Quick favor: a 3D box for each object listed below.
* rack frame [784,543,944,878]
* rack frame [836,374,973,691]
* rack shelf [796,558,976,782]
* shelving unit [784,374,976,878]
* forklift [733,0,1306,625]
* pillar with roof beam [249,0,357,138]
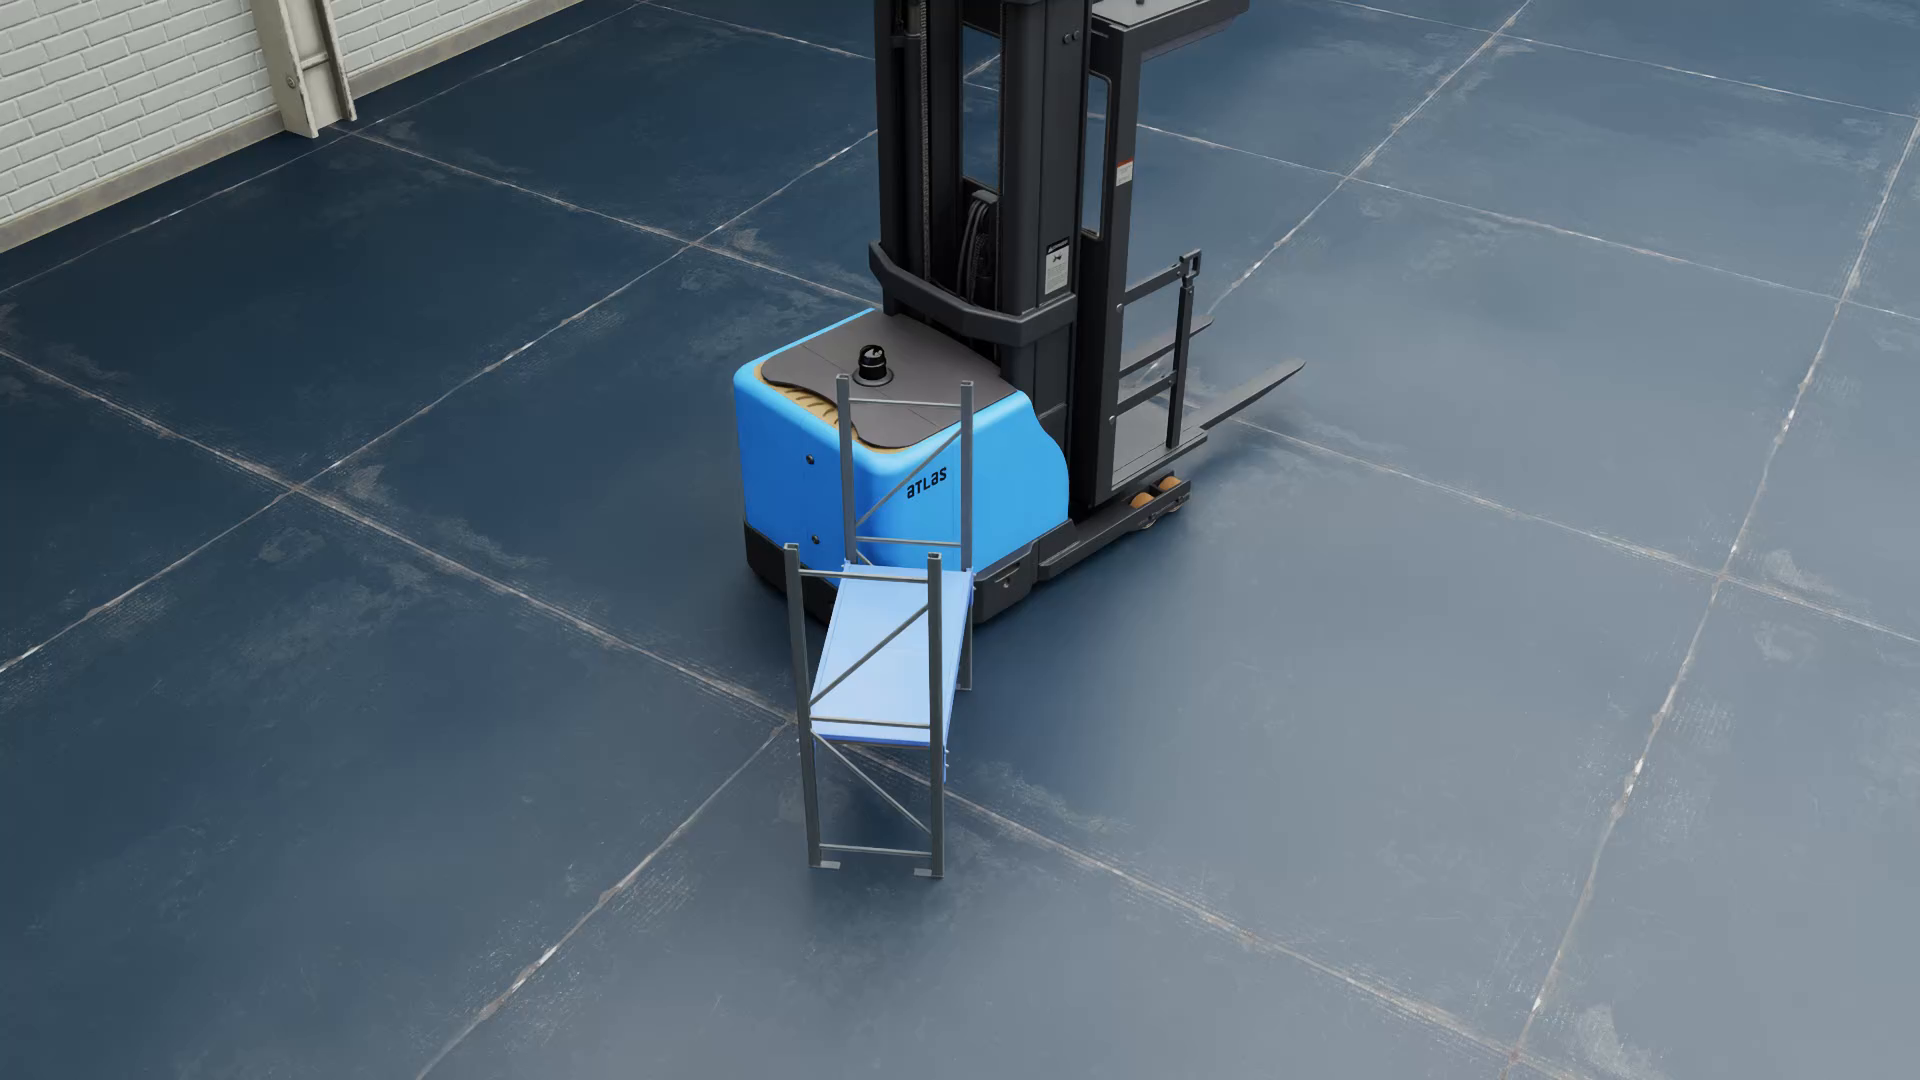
[{"bbox_3d":[-0.308,0.629,5.706,0.500,1.500,0.032,4,38,5],"label":"rack frame"},{"bbox_3d":[-0.202,0.011,6.507,0.500,1.500,0.032,4,38,5],"label":"rack frame"},{"bbox_3d":[-0.255,0.462,6.216,0.538,0.185,1.000,4,38,5],"label":"rack shelf"},{"bbox_3d":[-0.255,0.320,6.107,0.538,1.500,1.048,4,38,5],"label":"shelving unit"},{"bbox_3d":[0.456,-1.423,7.195,3.031,2.935,1.130,-30,47,-33],"label":"forklift"},{"bbox_3d":[-0.783,-5.032,6.908,9.100,9.000,0.400,21,42,25],"label":"pillar with roof beam"}]
